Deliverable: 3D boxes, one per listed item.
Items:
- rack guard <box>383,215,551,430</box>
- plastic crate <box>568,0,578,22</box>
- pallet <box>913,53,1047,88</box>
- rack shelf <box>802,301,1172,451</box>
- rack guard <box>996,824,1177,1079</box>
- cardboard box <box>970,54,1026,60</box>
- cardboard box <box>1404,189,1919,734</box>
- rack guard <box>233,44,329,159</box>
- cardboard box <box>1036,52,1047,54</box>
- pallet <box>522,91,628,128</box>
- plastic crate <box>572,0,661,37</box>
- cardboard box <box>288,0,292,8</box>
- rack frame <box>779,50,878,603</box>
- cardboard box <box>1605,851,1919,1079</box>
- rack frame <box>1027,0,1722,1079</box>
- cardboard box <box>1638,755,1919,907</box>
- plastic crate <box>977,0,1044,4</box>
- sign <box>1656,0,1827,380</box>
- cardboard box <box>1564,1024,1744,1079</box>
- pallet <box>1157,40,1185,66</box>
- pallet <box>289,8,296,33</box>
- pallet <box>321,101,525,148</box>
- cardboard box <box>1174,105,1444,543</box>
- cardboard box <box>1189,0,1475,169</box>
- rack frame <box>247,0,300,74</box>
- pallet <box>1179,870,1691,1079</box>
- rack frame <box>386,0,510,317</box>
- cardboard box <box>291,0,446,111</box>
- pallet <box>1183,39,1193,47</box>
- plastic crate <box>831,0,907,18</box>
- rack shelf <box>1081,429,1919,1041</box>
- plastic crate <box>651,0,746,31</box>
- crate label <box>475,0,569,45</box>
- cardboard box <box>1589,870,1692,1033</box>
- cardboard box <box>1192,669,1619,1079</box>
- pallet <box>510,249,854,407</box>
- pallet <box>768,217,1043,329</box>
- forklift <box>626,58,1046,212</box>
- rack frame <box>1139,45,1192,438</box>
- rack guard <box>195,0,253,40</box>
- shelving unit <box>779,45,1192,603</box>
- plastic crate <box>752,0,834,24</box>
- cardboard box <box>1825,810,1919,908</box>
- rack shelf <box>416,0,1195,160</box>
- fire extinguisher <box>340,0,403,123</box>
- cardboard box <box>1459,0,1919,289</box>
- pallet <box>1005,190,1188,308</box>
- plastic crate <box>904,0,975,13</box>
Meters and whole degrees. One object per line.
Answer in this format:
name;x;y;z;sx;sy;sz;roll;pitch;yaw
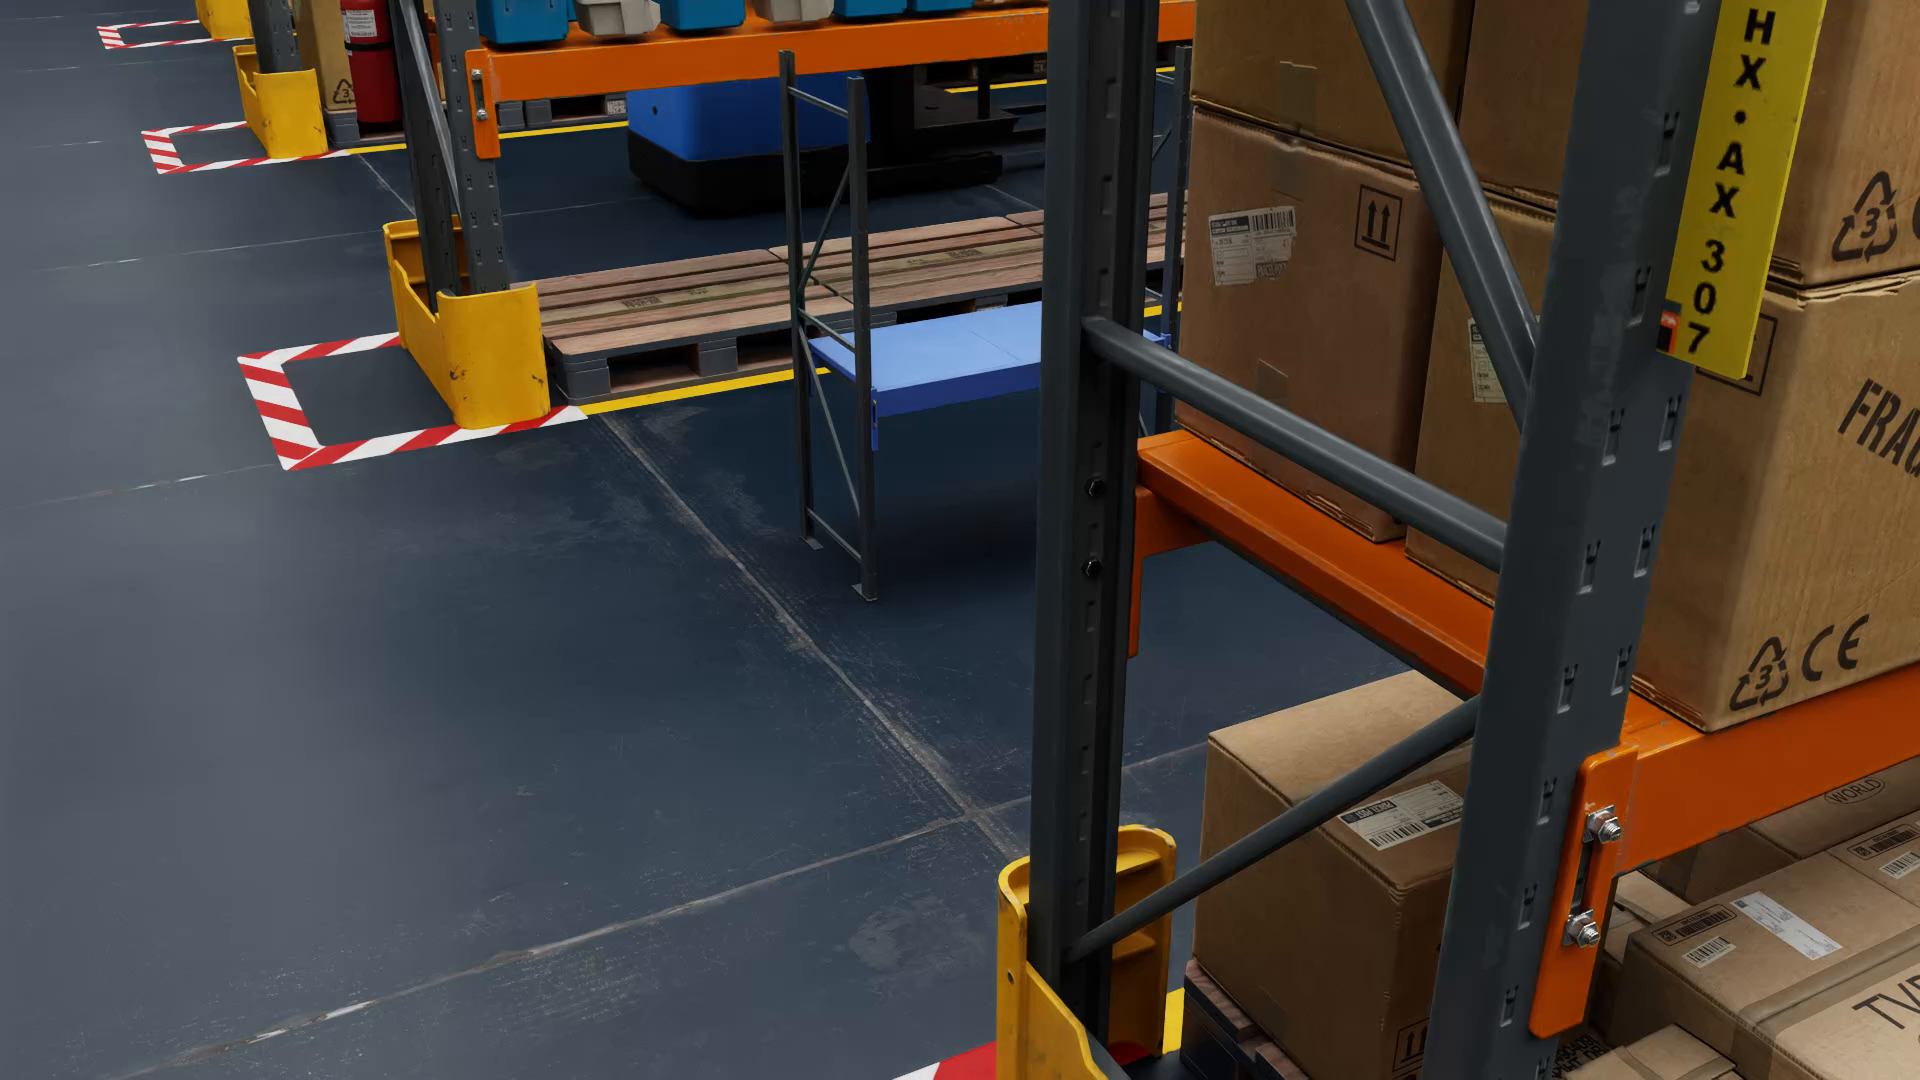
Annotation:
rack guard;-1.940;-0.877;6.499;0.348;0.500;1.175;-13;29;-25
plastic crate;-1.717;-2.196;6.249;0.499;0.435;0.616;-13;29;-25
pallet;-0.080;-3.649;12.606;1.213;0.211;1.003;-13;29;-25
rack shelf;0.075;-0.531;5.039;1.000;0.185;0.538;-13;29;-25
rack guard;0.470;0.990;2.610;0.348;0.500;1.175;-13;29;-25
cardboard box;-0.171;-4.089;12.272;0.875;0.875;1.225;-13;29;-25
cardboard box;0.919;-0.156;1.994;0.500;0.500;0.500;-12;28;-24
rack guard;-4.277;-2.774;10.449;0.348;0.500;1.175;-13;29;-25
cardboard box;0.618;-4.272;12.651;0.875;0.875;1.225;-14;29;-27
pallet;-2.511;-3.088;11.437;1.213;0.211;1.003;-13;29;-25
plastic crate;-1.230;-1.880;5.936;0.298;0.136;0.250;-13;29;-25
cardboard box;-5.887;-4.709;14.400;0.250;0.149;0.380;-12;28;-24
rack frame;-0.373;-0.590;4.746;0.032;1.500;0.500;-13;29;-25
cardboard box;1.457;0.816;2.754;0.500;0.250;0.500;-13;29;-25
rack frame;0.404;-0.120;2.034;0.053;2.616;0.949;-13;29;-25
cardboard box;1.619;0.533;3.343;0.500;0.250;0.500;-13;29;-25
plastic crate;0.210;-2.267;6.742;0.466;0.136;0.293;-13;29;-25
sign;0.658;-0.304;1.418;0.005;0.325;0.100;-13;29;-25
cardboard box;1.155;0.953;2.565;0.250;0.166;0.380;-13;29;-25
pallet;0.997;-3.899;13.127;1.213;0.211;1.003;-13;29;-25
pallet;-5.700;-4.731;14.859;1.213;0.211;1.003;-13;29;-25
pallet;-3.587;-2.841;10.923;1.213;0.211;1.003;-13;29;-25
cardboard box;0.670;-0.362;2.422;0.500;0.500;0.500;-12;28;-24
cardboard box;0.666;-0.813;2.206;0.500;0.500;0.500;-13;29;-26
rack frame;-4.255;-3.905;9.918;0.127;3.000;1.000;-13;29;-25
pallet;1.173;0.958;3.012;1.213;0.211;1.003;-13;29;-25
rack frame;-1.925;-2.014;5.979;0.127;3.000;1.000;-13;29;-25
cardboard box;-3.728;-3.298;10.622;0.875;0.875;0.875;-13;29;-25
pallet;2.073;-4.146;13.641;1.213;0.211;1.003;-13;29;-25
plastic crate;-0.390;-2.158;6.403;0.300;0.233;0.416;-13;29;-25
rack shelf;2.168;-0.204;3.041;4.000;0.370;1.077;-13;29;-25
plastic crate;-0.971;-2.024;6.124;0.300;0.233;0.416;-13;29;-25
crate label;-1.552;-1.890;5.845;0.303;0.233;0.416;-13;29;-25
cardboard box;1.166;0.705;3.082;0.250;0.166;0.380;-13;29;-25
cardboard box;0.767;0.602;2.909;0.500;0.500;0.500;-13;29;-25
pallet;-1.179;-0.910;6.901;1.213;0.211;1.003;-13;29;-25
pallet;-0.104;-1.157;7.415;1.213;0.211;1.003;-13;29;-25
forklift;-0.338;-3.502;9.158;3.031;2.935;1.130;-14;29;-26
rack frame;0.524;-0.797;5.177;0.032;1.500;0.500;-13;29;-25
rack guard;-6.433;-4.709;14.480;0.348;0.500;1.175;-13;29;-25
shelving unit;0.075;-0.693;4.962;1.048;1.500;0.538;-13;29;-25
plastic crate;-0.631;-2.018;6.224;0.298;0.136;0.250;-13;29;-25
cardboard box;1.899;0.714;2.966;0.500;0.250;0.500;-13;29;-25
rack shelf;-0.160;-2.097;6.983;4.000;0.370;1.077;-13;29;-25
fire extinguisher;-2.272;-1.954;6.374;0.183;0.674;0.296;-13;29;-25
cardboard box;0.919;-0.607;1.777;0.500;0.500;0.500;-12;28;-24
pallet;0.974;-1.407;7.936;1.213;0.211;1.003;-13;29;-25
plastic crate;-0.125;-2.219;6.531;0.300;0.233;0.416;-13;29;-25
